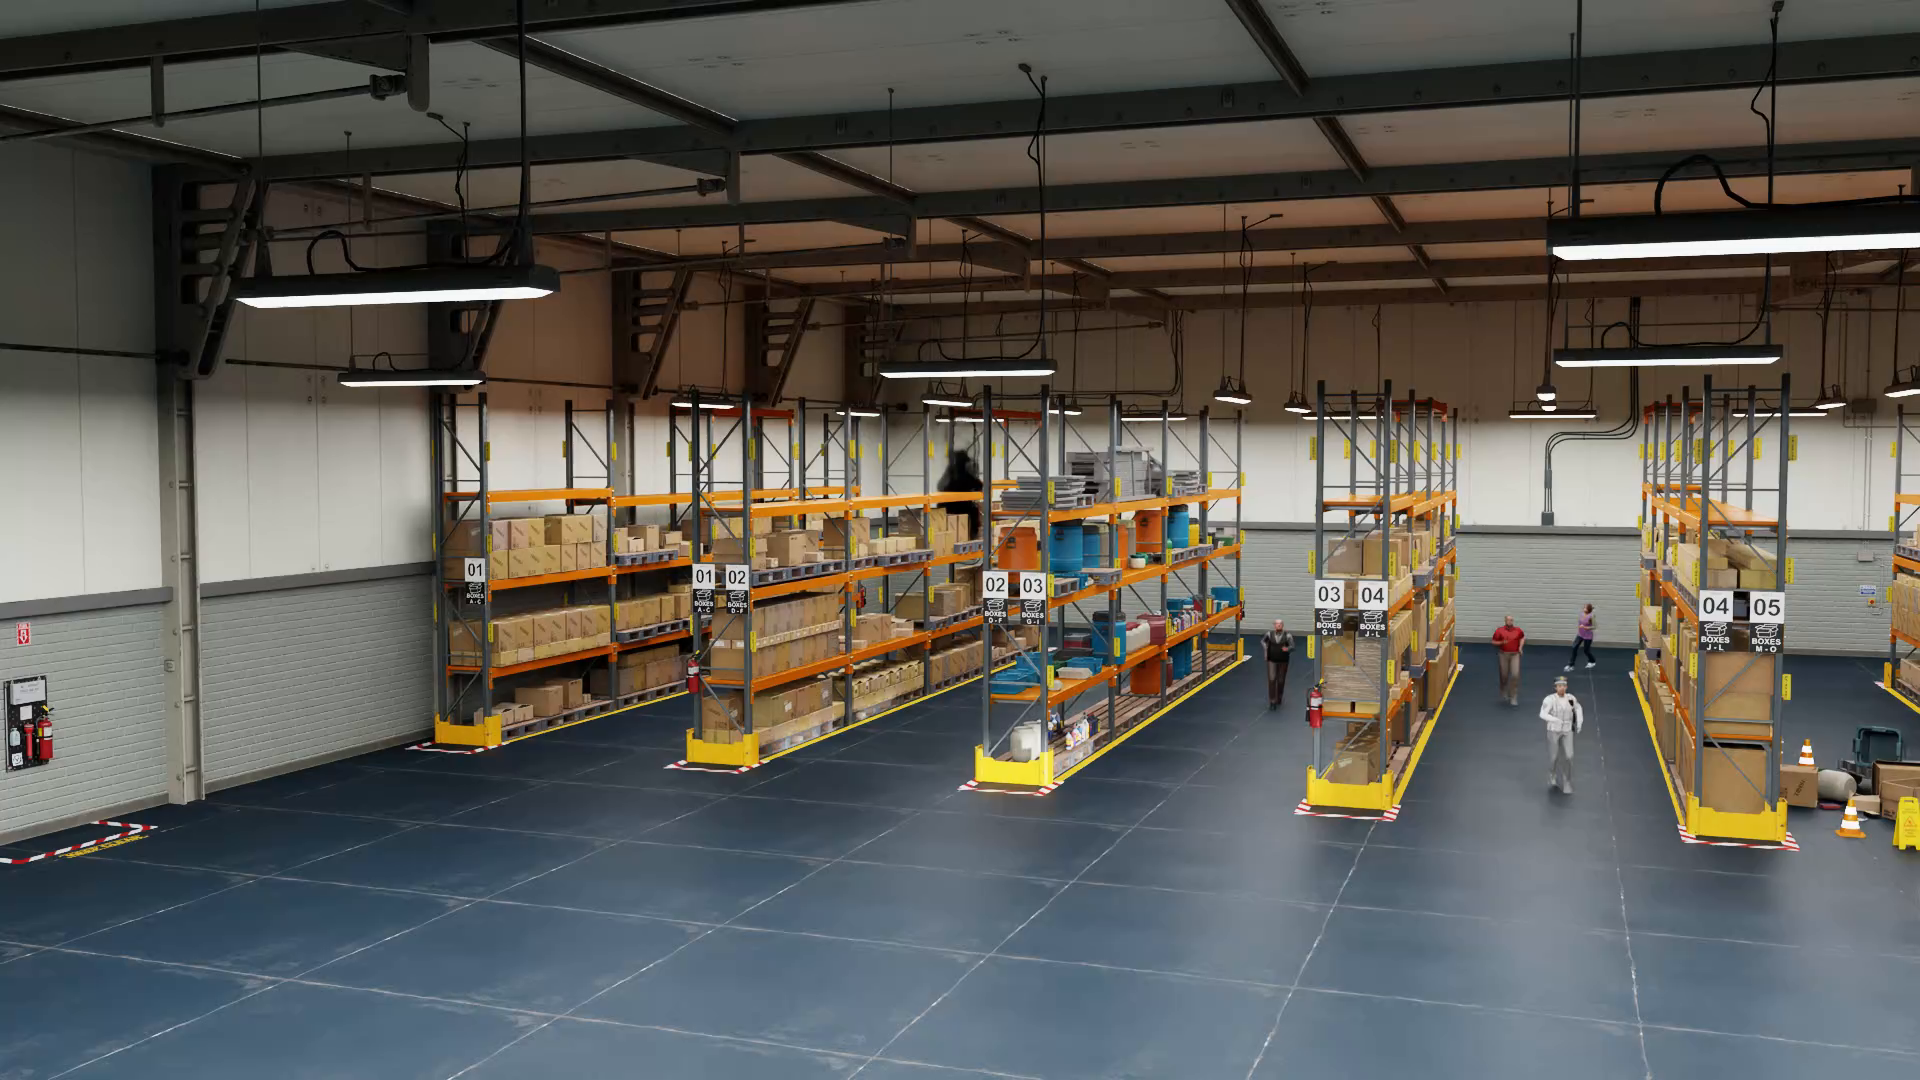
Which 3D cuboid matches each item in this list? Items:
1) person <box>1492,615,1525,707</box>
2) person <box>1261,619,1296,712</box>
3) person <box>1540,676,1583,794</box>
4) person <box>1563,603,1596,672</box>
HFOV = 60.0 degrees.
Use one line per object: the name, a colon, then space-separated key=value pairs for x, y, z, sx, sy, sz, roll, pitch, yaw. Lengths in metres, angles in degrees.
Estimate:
person: x=10.903 y=2.370 z=33.043 sx=0.647 sy=1.773 sz=0.823 roll=1 pitch=3 yaw=14
person: x=6.192 y=2.417 z=32.346 sx=0.647 sy=1.776 sz=0.845 roll=0 pitch=3 yaw=9
person: x=8.858 y=2.832 z=24.488 sx=0.632 sy=1.686 sz=0.702 roll=1 pitch=3 yaw=9
person: x=14.201 y=2.209 z=37.692 sx=0.836 sy=1.579 sz=0.613 roll=-2 pitch=3 yaw=-28
